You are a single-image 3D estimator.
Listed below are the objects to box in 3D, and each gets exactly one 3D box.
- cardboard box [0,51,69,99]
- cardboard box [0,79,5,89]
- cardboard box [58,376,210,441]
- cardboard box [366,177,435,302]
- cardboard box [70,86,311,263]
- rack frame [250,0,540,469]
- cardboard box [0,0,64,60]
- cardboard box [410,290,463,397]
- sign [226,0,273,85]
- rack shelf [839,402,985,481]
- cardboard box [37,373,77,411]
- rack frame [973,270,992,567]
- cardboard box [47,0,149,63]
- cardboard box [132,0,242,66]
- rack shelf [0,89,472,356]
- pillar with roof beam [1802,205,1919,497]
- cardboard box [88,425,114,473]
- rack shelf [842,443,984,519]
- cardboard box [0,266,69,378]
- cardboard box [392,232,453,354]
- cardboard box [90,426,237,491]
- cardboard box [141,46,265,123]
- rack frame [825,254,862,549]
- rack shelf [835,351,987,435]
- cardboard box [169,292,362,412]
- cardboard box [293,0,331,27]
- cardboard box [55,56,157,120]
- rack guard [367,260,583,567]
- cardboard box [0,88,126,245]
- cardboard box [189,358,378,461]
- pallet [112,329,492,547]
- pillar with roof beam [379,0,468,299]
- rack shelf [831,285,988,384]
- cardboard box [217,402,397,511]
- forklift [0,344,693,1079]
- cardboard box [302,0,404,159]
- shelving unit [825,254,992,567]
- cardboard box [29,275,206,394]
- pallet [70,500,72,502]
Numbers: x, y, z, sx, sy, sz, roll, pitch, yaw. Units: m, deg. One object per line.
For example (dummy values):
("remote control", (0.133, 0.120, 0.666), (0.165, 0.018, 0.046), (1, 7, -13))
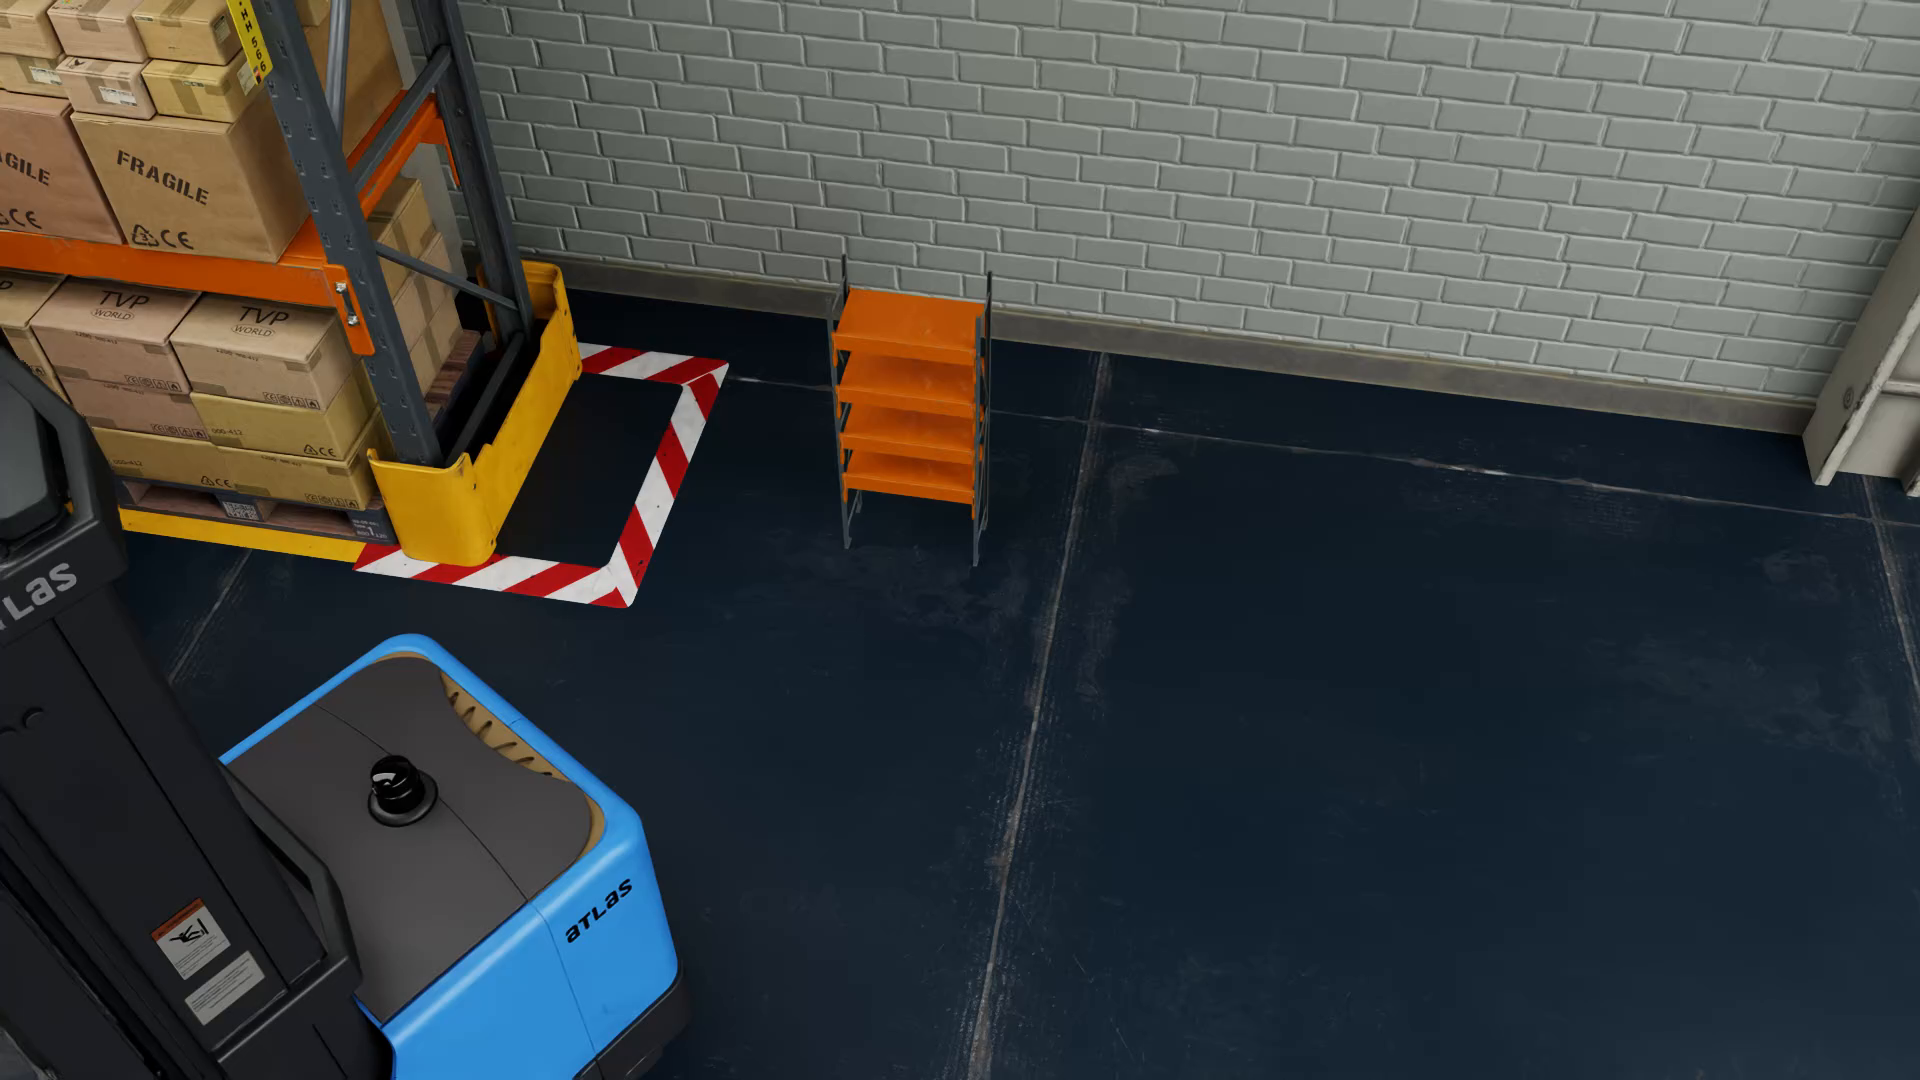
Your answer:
("cardboard box", (-2.741, -1.531, 5.105), (0.250, 0.149, 0.380), (8, 49, 8))
("cardboard box", (-2.983, -1.572, 5.142), (0.250, 0.149, 0.380), (7, 48, 7))
("cardboard box", (-2.875, -0.647, 6.045), (0.500, 0.250, 0.500), (7, 48, 6))
("cardboard box", (-2.288, -1.106, 6.121), (0.500, 0.250, 0.500), (7, 48, 6))
("cardboard box", (-2.380, -1.255, 5.294), (0.500, 0.500, 0.500), (7, 48, 6))
("rack frame", (-1.849, -1.348, 5.445), (0.127, 3.000, 1.000), (8, 49, 7))
("cardboard box", (-2.750, -1.616, 4.982), (0.250, 0.149, 0.380), (9, 49, 8))
("cardboard box", (-2.298, -0.778, 6.499), (0.500, 0.250, 0.500), (8, 49, 7))
("sign", (-1.959, -1.419, 4.571), (0.005, 0.325, 0.100), (8, 49, 7))
("rack shelf", (-0.163, -0.378, 5.873), (0.480, 0.148, 0.258), (8, 49, 7))
("cardboard box", (-3.387, -0.700, 6.092), (0.500, 0.250, 0.500), (7, 48, 6))
("rack frame", (0.077, -0.391, 5.794), (0.015, 1.200, 0.240), (8, 49, 7))
("cardboard box", (-2.487, -1.601, 4.969), (0.250, 0.149, 0.380), (8, 49, 7))
("cardboard box", (-2.239, -1.591, 4.960), (0.250, 0.149, 0.380), (8, 49, 7))
("rack shelf", (-3.817, -1.372, 5.950), (4.000, 0.370, 1.077), (8, 49, 7))
("pillar with roof beam", (2.765, -0.160, 0.344), (0.400, 9.000, 9.100), (8, 49, 7))
("cardboard box", (-3.346, -0.546, 6.290), (0.500, 0.250, 0.500), (8, 49, 7))
("rack shelf", (-0.163, -0.245, 6.021), (0.480, 0.148, 0.258), (8, 49, 7))
("cardboard box", (-3.360, -0.859, 5.899), (0.500, 0.250, 0.500), (8, 49, 7))
("cardboard box", (-2.275, -0.951, 6.318), (0.500, 0.250, 0.500), (8, 49, 8))
("cardboard box", (-2.855, -0.473, 6.225), (0.500, 0.250, 0.500), (8, 49, 7))
("cardboard box", (-2.240, -1.439, 5.023), (0.250, 0.149, 0.380), (8, 49, 7))
("rack frame", (-0.403, -0.455, 5.852), (0.015, 1.200, 0.240), (8, 49, 7))
("rack shelf", (-0.163, -0.527, 5.707), (0.480, 0.148, 0.258), (8, 49, 7))
("cardboard box", (-2.358, -0.737, 5.789), (0.500, 0.250, 0.500), (9, 49, 8))
("cardboard box", (-2.137, -1.833, 5.377), (0.250, 0.149, 0.380), (7, 48, 6))
("cardboard box", (-2.497, -1.451, 5.034), (0.250, 0.149, 0.380), (8, 49, 7))
("rack guard", (-1.825, -0.510, 6.372), (0.348, 0.500, 1.175), (8, 49, 7))
("cardboard box", (-2.889, -1.330, 5.361), (0.500, 0.500, 0.500), (9, 49, 8))
("cardboard box", (-2.384, -0.572, 5.978), (0.500, 0.250, 0.500), (7, 48, 6))
("pallet", (-2.609, -0.487, 6.546), (1.213, 0.211, 1.003), (8, 49, 7))
("pillar with roof beam", (-3.140, -0.954, 1.058), (0.400, 9.000, 9.100), (8, 49, 7))
("rack shelf", (-0.163, -0.686, 5.531), (0.480, 0.148, 0.258), (8, 49, 7))
("cardboard box", (-2.368, -0.401, 6.160), (0.500, 0.250, 0.500), (8, 49, 7))
("forklift", (-2.137, 1.032, 3.353), (1.130, 2.935, 3.031), (33, 56, 26))
("cardboard box", (-2.287, -1.651, 5.649), (0.500, 0.500, 0.500), (9, 49, 8))
("shelving unit", (-0.163, -0.423, 5.823), (0.503, 1.200, 0.258), (8, 49, 7))
("cardboard box", (-2.861, -0.800, 5.846), (0.500, 0.250, 0.500), (8, 49, 8))
("pallet", (-3.806, -0.650, 6.692), (1.213, 0.211, 1.003), (8, 49, 7))
